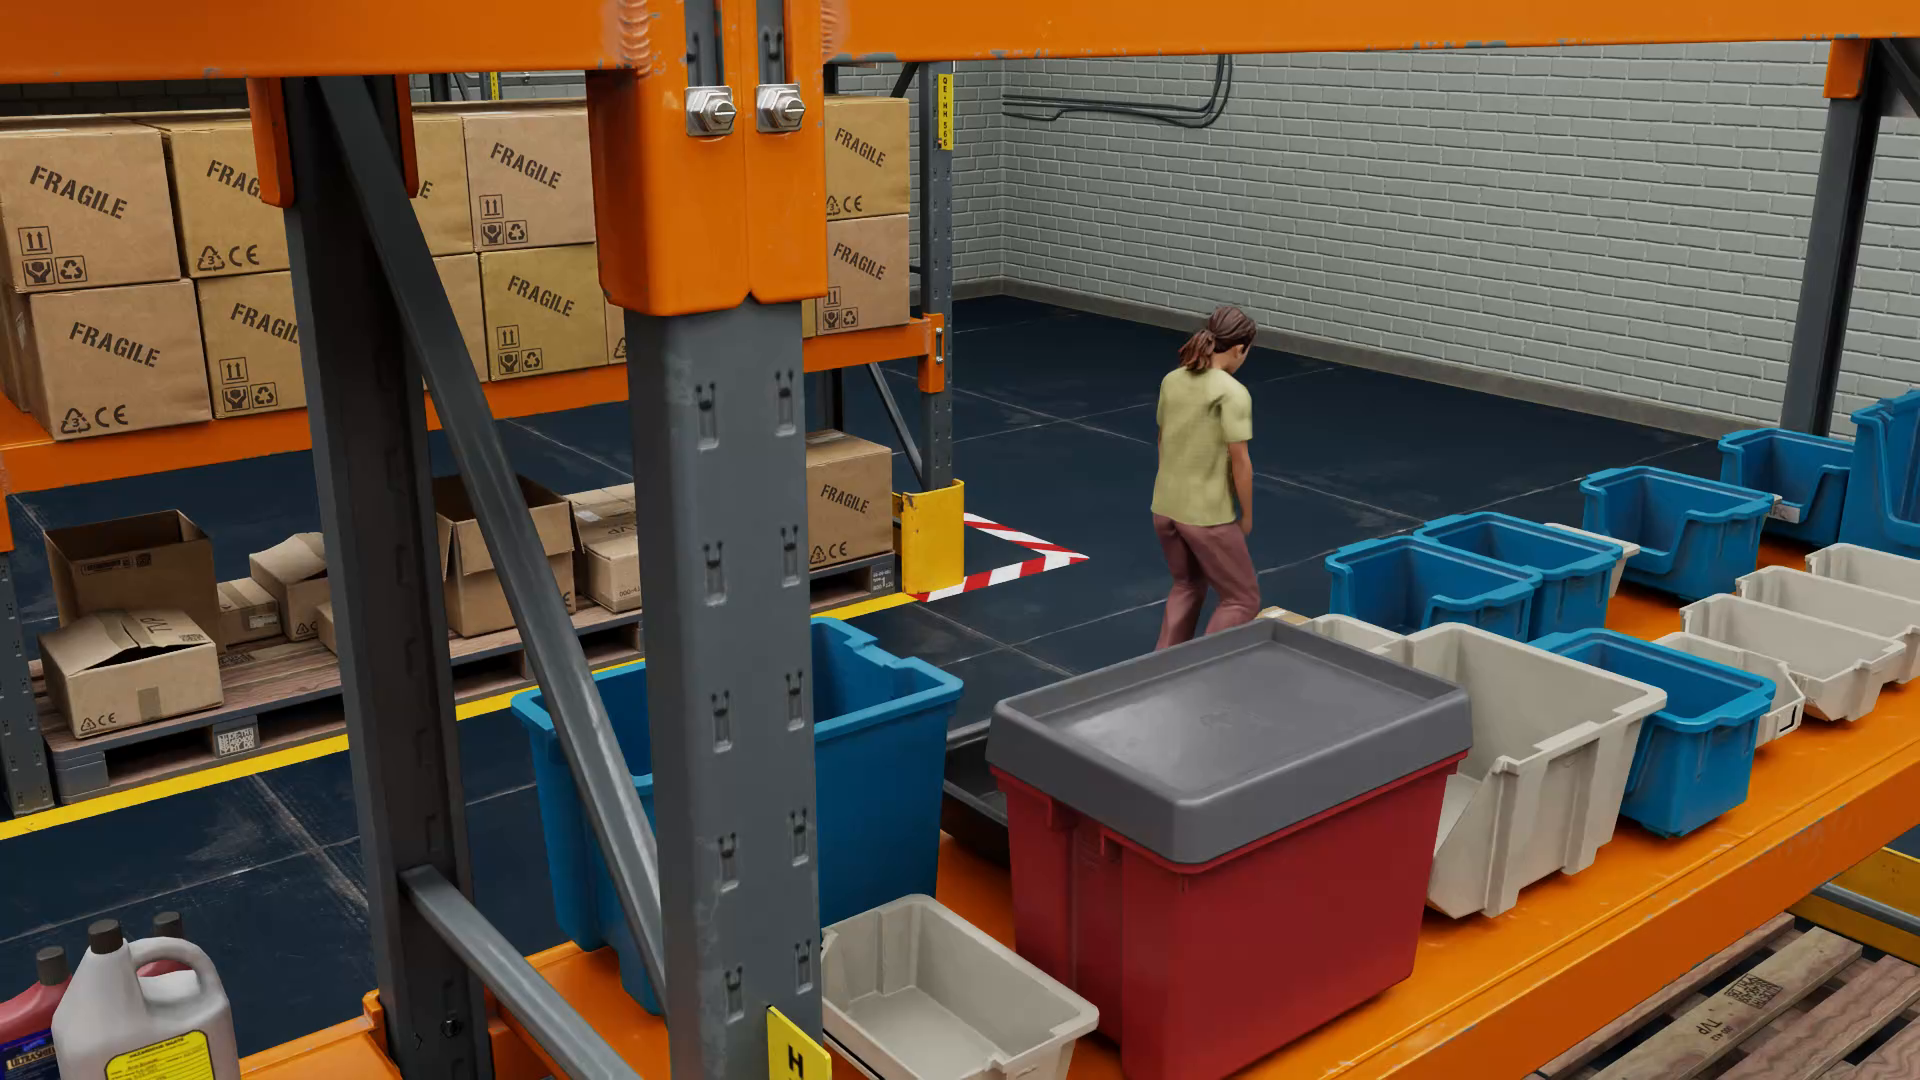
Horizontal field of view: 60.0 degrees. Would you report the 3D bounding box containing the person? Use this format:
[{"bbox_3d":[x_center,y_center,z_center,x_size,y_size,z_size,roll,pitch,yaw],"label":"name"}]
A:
[{"bbox_3d":[0.952,-0.106,6.518,0.426,1.603,0.478,-13,22,-35],"label":"person"}]
